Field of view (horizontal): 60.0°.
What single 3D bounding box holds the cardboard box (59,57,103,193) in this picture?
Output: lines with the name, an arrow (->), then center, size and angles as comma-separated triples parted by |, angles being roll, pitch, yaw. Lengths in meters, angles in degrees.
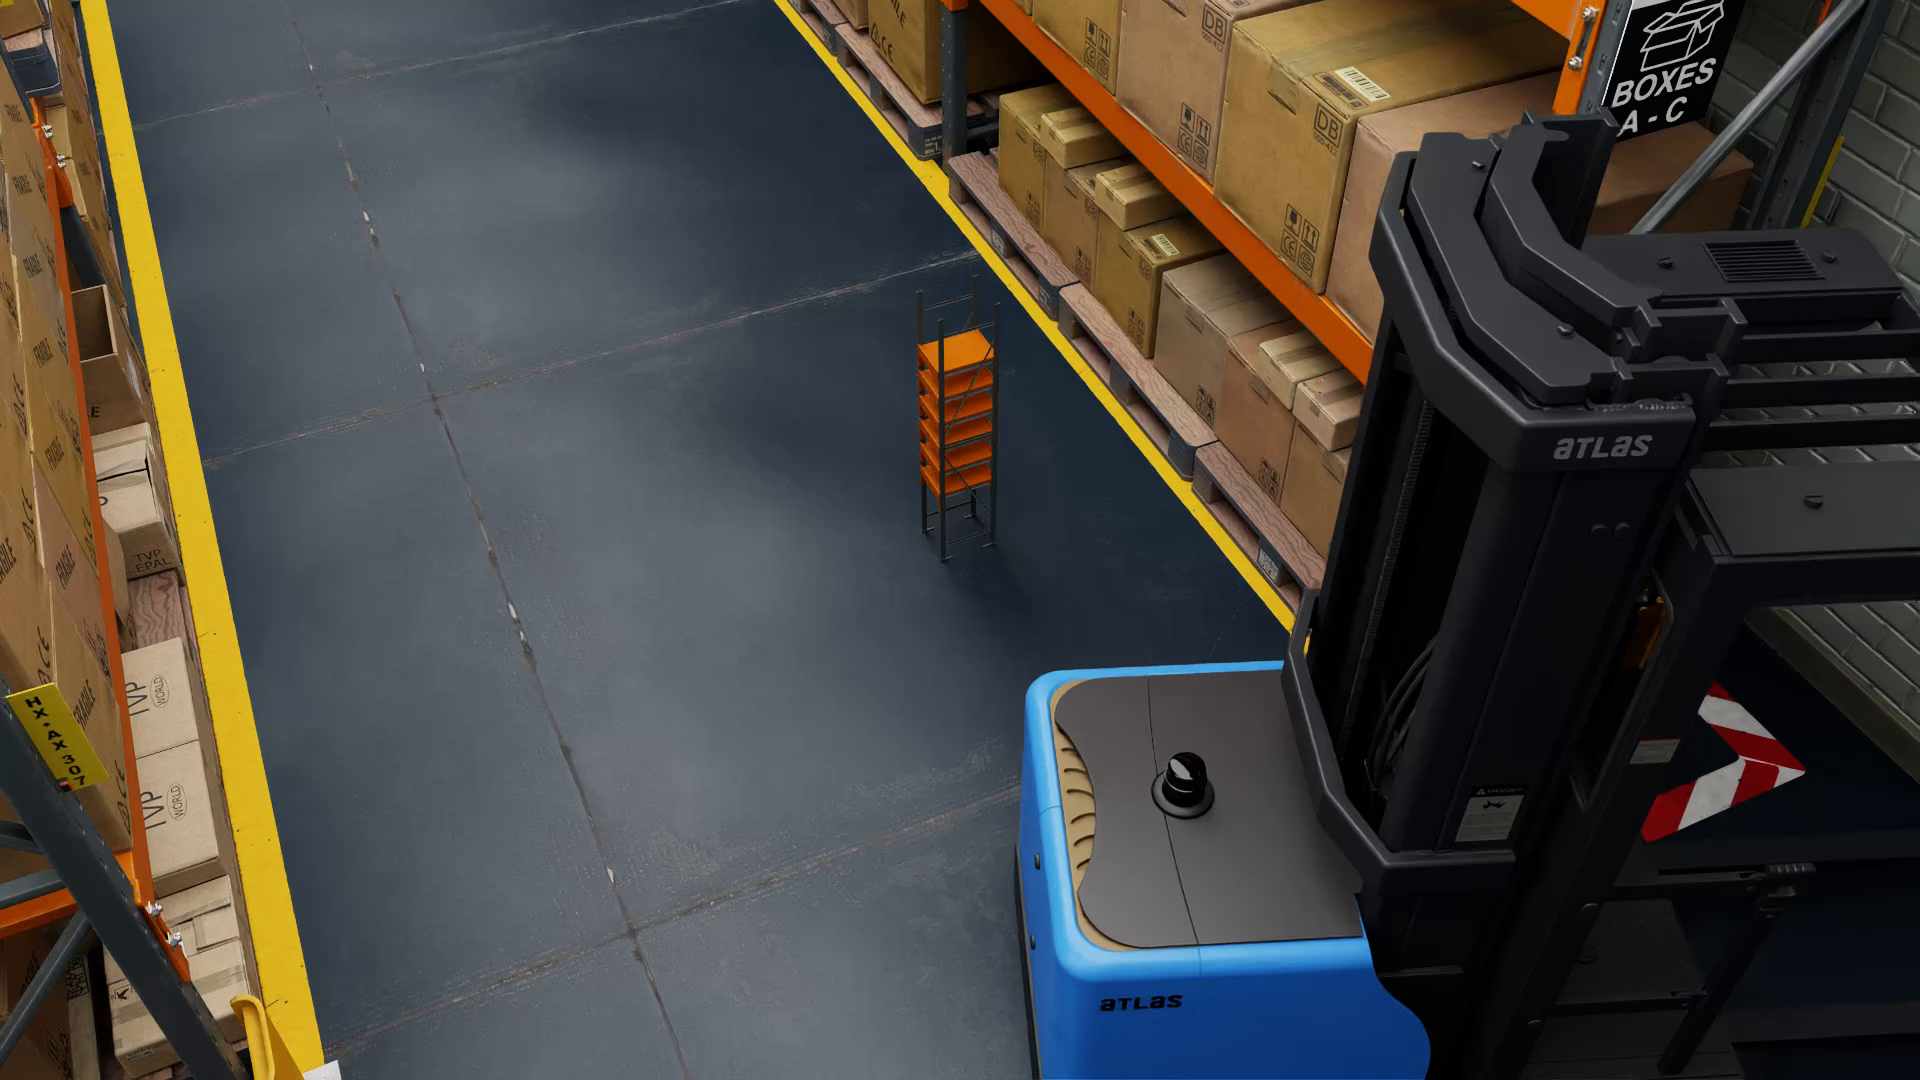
cardboard box -> -4.528, -1.957, 8.064 | 0.500, 0.500, 0.500 | -17, 47, -17

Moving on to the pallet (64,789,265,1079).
pallet -> -2.794, 1.333, 5.249 | 1.003, 0.211, 1.213 | -18, 47, -17

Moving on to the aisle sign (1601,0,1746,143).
aisle sign -> 1.825, -1.360, 4.141 | 0.394, 0.787, 0.004 | -18, 47, -17

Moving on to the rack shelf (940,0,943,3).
rack shelf -> -0.456, -4.136, 9.318 | 1.077, 0.370, 4.000 | -18, 47, -17

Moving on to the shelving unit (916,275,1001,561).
shelving unit -> -0.006, -0.436, 6.338 | 0.258, 1.200, 0.189 | -18, 47, -17

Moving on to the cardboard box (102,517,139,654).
cardboard box -> -3.313, 0.275, 5.799 | 0.797, 0.503, 0.637 | -18, 47, -17

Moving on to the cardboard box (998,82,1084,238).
cardboard box -> 0.607, -1.871, 7.991 | 0.700, 0.500, 0.500 | -17, 47, -17

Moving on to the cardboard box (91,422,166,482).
cardboard box -> -3.399, -0.294, 6.628 | 0.380, 0.149, 0.250 | -18, 47, -17

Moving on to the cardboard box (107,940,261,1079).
cardboard box -> -2.290, 1.387, 4.926 | 0.380, 0.149, 0.250 | -18, 47, -17

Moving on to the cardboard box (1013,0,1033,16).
cardboard box -> 0.599, -2.874, 7.313 | 0.980, 0.700, 0.700 | -17, 47, -17

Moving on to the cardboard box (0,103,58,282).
cardboard box -> -3.447, -1.117, 5.675 | 0.500, 0.500, 0.500 | -17, 47, -16

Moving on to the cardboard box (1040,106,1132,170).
cardboard box -> 0.585, -1.829, 7.487 | 0.380, 0.149, 0.250 | -17, 47, -16

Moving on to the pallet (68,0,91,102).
pallet -> -5.510, -2.722, 9.358 | 1.003, 0.211, 1.213 | -18, 47, -17

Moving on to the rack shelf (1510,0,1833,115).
rack shelf -> 1.226, -2.655, 5.681 | 1.077, 0.370, 4.000 | -18, 47, -17

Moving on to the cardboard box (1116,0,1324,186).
cardboard box -> 1.215, -1.946, 6.373 | 0.980, 0.700, 0.700 | -20, 48, -19

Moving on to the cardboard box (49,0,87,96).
cardboard box -> -4.966, -2.612, 8.728 | 0.500, 0.500, 0.500 | -20, 48, -19

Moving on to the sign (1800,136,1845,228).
sign -> 2.573, -1.065, 5.021 | 0.100, 0.325, 0.005 | -18, 47, -17

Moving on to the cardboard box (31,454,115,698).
cardboard box -> -2.595, 0.173, 4.368 | 0.500, 0.500, 0.500 | -18, 48, -18

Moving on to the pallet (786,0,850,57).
pallet -> -0.524, -3.373, 10.018 | 1.003, 0.211, 1.213 | -18, 47, -17

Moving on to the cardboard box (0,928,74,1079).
cardboard box -> -2.878, 1.356, 4.706 | 0.500, 0.500, 0.500 | -18, 47, -17

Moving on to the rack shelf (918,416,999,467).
rack shelf -> -0.006, -0.405, 6.369 | 0.258, 0.103, 0.180 | -18, 47, -17

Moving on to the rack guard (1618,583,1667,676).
rack guard -> 2.077, 0.336, 6.053 | 1.175, 0.500, 0.348 | -18, 47, -17

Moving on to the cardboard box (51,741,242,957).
cardboard box -> -2.607, 0.970, 5.276 | 0.500, 0.250, 0.500 | -18, 47, -17

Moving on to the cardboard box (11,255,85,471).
cardboard box -> -3.012, -0.467, 5.016 | 0.500, 0.500, 0.500 | -17, 47, -17

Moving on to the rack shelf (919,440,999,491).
rack shelf -> -0.006, -0.319, 6.453 | 0.258, 0.103, 0.180 | -18, 47, -17

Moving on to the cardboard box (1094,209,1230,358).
cardboard box -> 1.029, -1.222, 7.333 | 0.700, 0.500, 0.500 | -17, 47, -16

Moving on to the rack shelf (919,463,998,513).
rack shelf -> -0.006, -0.234, 6.538 | 0.258, 0.103, 0.180 | -18, 47, -17

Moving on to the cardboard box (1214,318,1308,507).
cardboard box -> 1.472, -0.564, 6.666 | 0.700, 0.500, 0.500 | -18, 47, -18

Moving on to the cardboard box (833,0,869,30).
cardboard box -> -0.382, -3.443, 9.336 | 0.750, 0.750, 0.750 | -17, 47, -16

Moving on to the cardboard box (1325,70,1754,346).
cardboard box -> 1.844, -0.997, 5.412 | 0.980, 0.700, 0.700 | -16, 47, -16

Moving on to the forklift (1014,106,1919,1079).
forklift -> 1.715, 0.380, 4.278 | 3.031, 2.935, 1.130 | -2, 45, -2

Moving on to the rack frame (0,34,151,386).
rack frame -> -4.108, -1.652, 6.289 | 1.000, 3.000, 0.127 | -18, 47, -17

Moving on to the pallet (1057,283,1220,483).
pallet -> 1.151, -0.839, 7.450 | 1.003, 0.211, 1.213 | -18, 47, -17

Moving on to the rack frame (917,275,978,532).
rack frame -> -0.045, -0.495, 6.397 | 0.240, 1.200, 0.006 | -18, 47, -17

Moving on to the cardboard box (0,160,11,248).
cardboard box -> -3.231, -1.151, 4.998 | 0.500, 0.500, 0.500 | -18, 47, -17

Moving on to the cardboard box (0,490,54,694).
cardboard box -> -2.373, 0.145, 3.685 | 0.500, 0.500, 0.500 | -17, 47, -16

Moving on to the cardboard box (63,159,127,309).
cardboard box -> -4.090, -1.299, 7.398 | 0.500, 0.500, 0.500 | -20, 48, -19

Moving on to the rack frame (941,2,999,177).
rack frame -> 0.385, -3.118, 7.774 | 1.000, 3.000, 0.127 | -18, 47, -17

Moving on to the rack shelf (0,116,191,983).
rack shelf -> -3.267, -0.122, 5.250 | 1.077, 0.370, 4.000 | -18, 47, -17

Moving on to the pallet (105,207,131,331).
pallet -> -4.484, -1.167, 7.782 | 1.003, 0.211, 1.213 | -18, 47, -17

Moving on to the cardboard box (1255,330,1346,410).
cardboard box -> 1.355, -0.666, 6.309 | 0.380, 0.149, 0.250 | -17, 47, -16

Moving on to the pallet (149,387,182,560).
pallet -> -3.820, -0.222, 6.825 | 1.003, 0.211, 1.213 | -18, 47, -17

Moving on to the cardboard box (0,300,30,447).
cardboard box -> -2.806, -0.507, 4.345 | 0.500, 0.500, 0.500 | -17, 47, -17

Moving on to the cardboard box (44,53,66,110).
cardboard box -> -4.510, -2.204, 7.780 | 0.500, 0.250, 0.500 | -18, 47, -17
